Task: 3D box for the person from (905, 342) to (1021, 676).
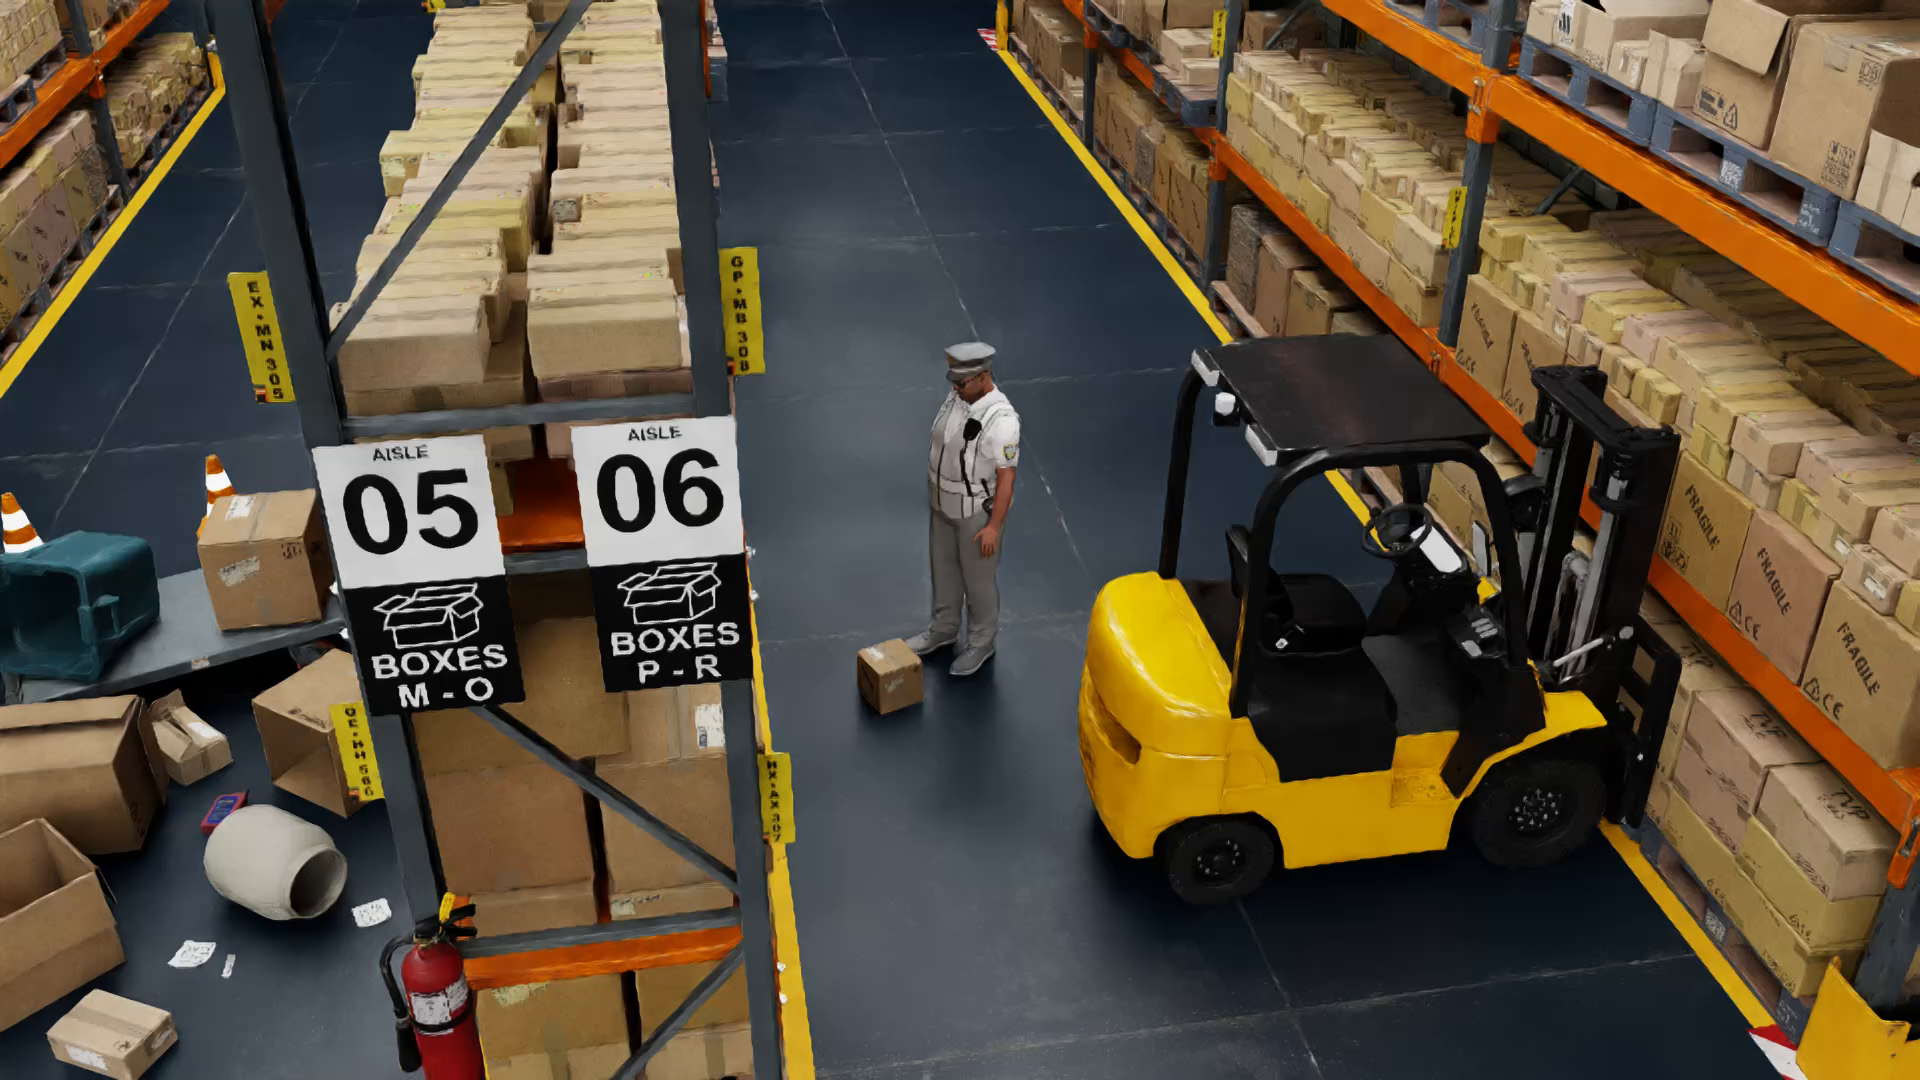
[{"bbox_3d":[0.006,-0.149,8.351,0.501,1.748,0.569,-22,37,-32],"label":"person"}]
